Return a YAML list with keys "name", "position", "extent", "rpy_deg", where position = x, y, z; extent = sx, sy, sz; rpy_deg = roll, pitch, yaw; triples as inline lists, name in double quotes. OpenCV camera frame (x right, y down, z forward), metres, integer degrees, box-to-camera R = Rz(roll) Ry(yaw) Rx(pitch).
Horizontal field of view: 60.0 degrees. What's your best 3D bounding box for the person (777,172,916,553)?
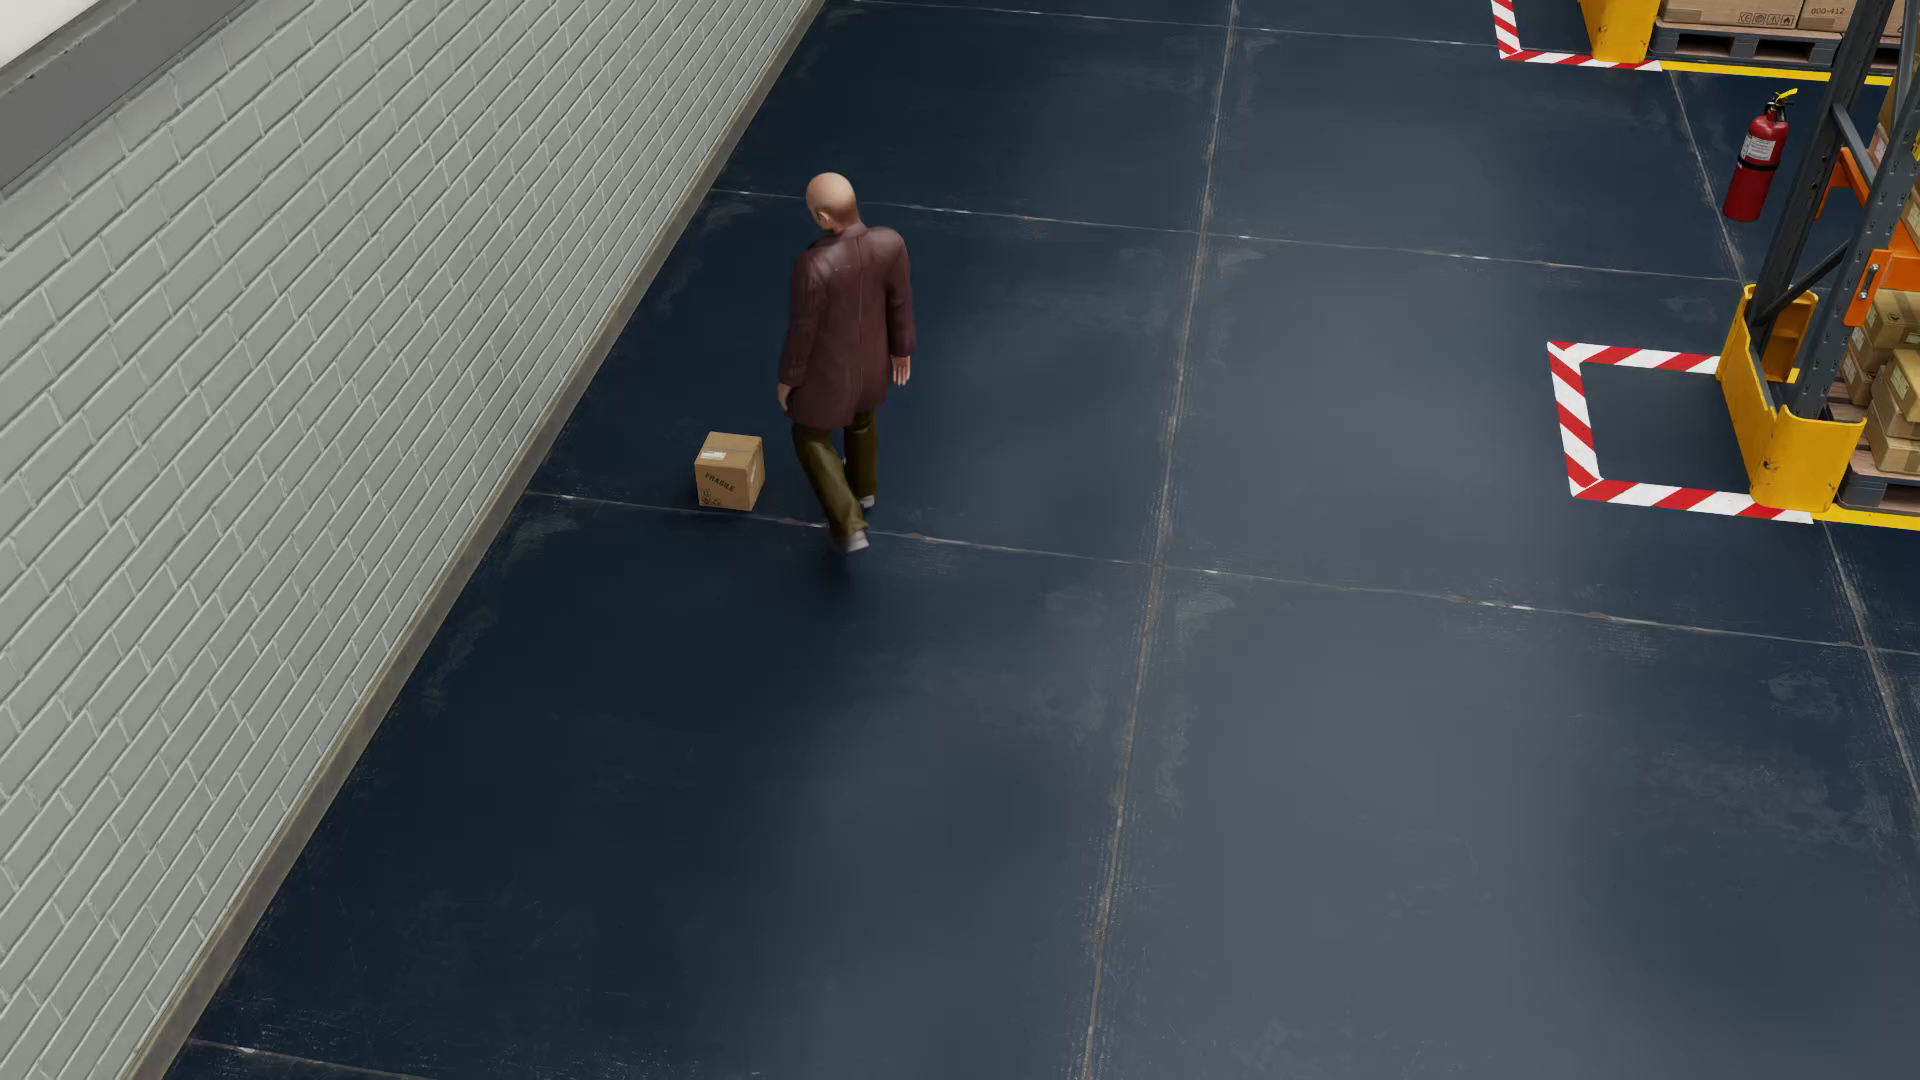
- name: "person"
  position: [-0.491, -0.749, 7.056]
  extent: [0.636, 1.768, 0.794]
  rpy_deg: [-25, 46, -27]
